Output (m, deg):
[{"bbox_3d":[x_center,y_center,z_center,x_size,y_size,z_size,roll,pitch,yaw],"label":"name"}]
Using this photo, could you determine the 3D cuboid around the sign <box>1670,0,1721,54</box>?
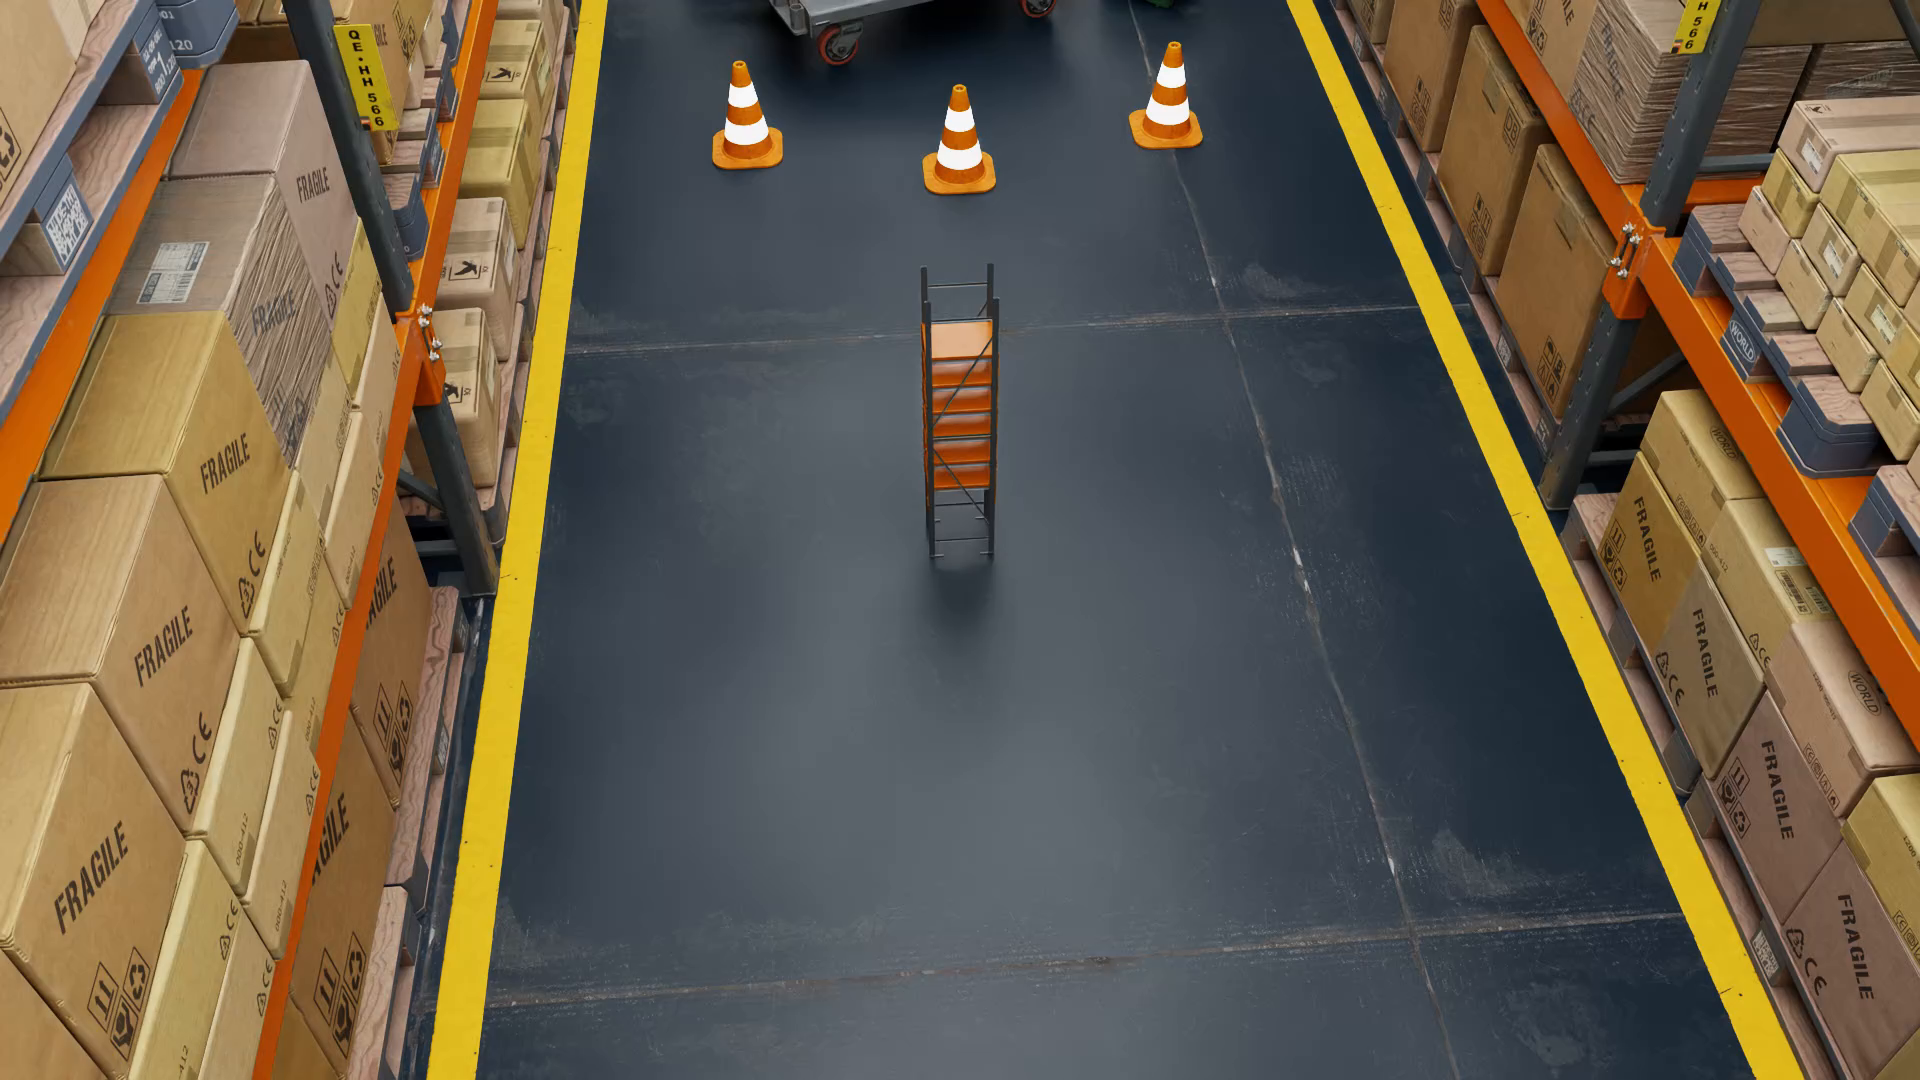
[{"bbox_3d":[2.182,-1.575,4.878,0.100,0.325,0.005,-3,47,-3],"label":"sign"}]

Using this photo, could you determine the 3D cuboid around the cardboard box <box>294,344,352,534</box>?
[{"bbox_3d":[-1.849,-0.253,4.183,0.500,0.250,0.500,-5,47,-4],"label":"cardboard box"}]

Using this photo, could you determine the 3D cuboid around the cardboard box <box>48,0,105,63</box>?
[{"bbox_3d":[-1.726,-0.993,2.862,0.396,0.266,0.258,-5,47,-4],"label":"cardboard box"}]

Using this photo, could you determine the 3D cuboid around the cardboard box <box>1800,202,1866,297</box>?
[{"bbox_3d":[2.600,-0.815,4.635,0.380,0.149,0.250,-1,47,-1],"label":"cardboard box"}]

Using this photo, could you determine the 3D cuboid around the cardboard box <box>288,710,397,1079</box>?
[{"bbox_3d":[-2.144,0.898,4.508,0.875,0.875,0.875,-3,47,-3],"label":"cardboard box"}]

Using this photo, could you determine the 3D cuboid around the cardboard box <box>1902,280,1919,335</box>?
[{"bbox_3d":[2.643,-0.565,4.194,0.380,0.149,0.250,-5,47,-5],"label":"cardboard box"}]

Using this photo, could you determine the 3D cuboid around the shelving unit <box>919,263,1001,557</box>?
[{"bbox_3d":[-0.001,-0.423,5.824,0.258,1.200,0.189,-3,47,-3],"label":"shelving unit"}]

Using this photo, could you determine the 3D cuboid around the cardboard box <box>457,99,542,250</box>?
[{"bbox_3d":[-2.355,-1.571,7.193,0.950,0.372,0.625,-2,47,-2],"label":"cardboard box"}]

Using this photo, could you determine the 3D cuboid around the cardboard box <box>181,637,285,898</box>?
[{"bbox_3d":[-1.742,0.491,3.478,0.500,0.250,0.500,-5,47,-4],"label":"cardboard box"}]

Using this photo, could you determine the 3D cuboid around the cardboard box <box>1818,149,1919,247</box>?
[{"bbox_3d":[2.605,-0.935,4.543,0.380,0.149,0.250,-5,47,-4],"label":"cardboard box"}]

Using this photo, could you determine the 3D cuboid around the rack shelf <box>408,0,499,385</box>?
[{"bbox_3d":[-2.357,-2.038,6.610,1.077,0.370,4.000,-3,47,-3],"label":"rack shelf"}]

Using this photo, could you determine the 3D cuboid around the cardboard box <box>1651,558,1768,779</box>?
[{"bbox_3d":[2.585,0.393,5.244,0.500,0.500,0.500,-3,47,-3],"label":"cardboard box"}]

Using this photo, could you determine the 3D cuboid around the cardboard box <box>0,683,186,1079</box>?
[{"bbox_3d":[-1.715,0.612,2.847,0.500,0.500,0.500,-5,47,-4],"label":"cardboard box"}]

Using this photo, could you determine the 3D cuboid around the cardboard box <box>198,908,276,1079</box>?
[{"bbox_3d":[-1.700,1.026,3.315,0.500,0.250,0.500,-4,47,-4],"label":"cardboard box"}]

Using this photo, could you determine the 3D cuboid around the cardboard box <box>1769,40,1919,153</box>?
[{"bbox_3d":[2.966,-1.588,5.619,0.500,0.500,0.500,-3,47,-3],"label":"cardboard box"}]

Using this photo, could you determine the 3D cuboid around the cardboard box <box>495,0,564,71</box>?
[{"bbox_3d":[-2.478,-2.594,8.162,0.950,0.372,0.625,-3,47,-3],"label":"cardboard box"}]

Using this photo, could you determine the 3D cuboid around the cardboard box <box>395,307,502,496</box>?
[{"bbox_3d":[-2.227,-0.489,6.168,0.950,0.372,0.625,-6,47,-6],"label":"cardboard box"}]

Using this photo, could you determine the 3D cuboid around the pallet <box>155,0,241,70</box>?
[{"bbox_3d":[-2.083,-1.343,3.520,1.213,0.211,1.003,-2,47,-1],"label":"pallet"}]

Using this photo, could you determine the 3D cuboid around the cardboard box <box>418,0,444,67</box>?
[{"bbox_3d":[-2.001,-1.751,5.726,0.380,0.149,0.250,-3,47,-3],"label":"cardboard box"}]

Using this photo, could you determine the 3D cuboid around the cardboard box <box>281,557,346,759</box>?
[{"bbox_3d":[-1.804,0.297,4.006,0.500,0.250,0.500,-4,47,-4],"label":"cardboard box"}]

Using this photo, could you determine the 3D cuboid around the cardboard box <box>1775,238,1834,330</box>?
[{"bbox_3d":[2.593,-0.741,4.769,0.380,0.149,0.250,-1,47,-1],"label":"cardboard box"}]

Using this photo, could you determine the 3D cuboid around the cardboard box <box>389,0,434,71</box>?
[{"bbox_3d":[-2.047,-1.836,5.360,0.500,0.500,0.500,-1,47,-1],"label":"cardboard box"}]

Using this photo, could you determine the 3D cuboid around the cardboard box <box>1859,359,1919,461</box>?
[{"bbox_3d":[2.640,-0.350,4.400,0.380,0.149,0.250,-2,47,-1],"label":"cardboard box"}]

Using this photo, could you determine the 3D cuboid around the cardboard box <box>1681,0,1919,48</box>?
[{"bbox_3d":[2.707,-1.916,5.241,0.700,0.500,0.500,-4,47,-4],"label":"cardboard box"}]

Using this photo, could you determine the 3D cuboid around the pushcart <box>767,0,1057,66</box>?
[{"bbox_3d":[-0.257,-3.006,8.837,1.648,0.377,0.936,-19,49,-17],"label":"pushcart"}]

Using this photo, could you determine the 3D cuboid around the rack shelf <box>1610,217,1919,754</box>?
[{"bbox_3d":[2.902,0.482,4.223,1.077,0.370,4.000,-3,47,-3],"label":"rack shelf"}]

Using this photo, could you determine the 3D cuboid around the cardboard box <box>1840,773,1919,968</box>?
[{"bbox_3d":[2.667,0.861,4.285,0.500,0.250,0.500,-5,47,-5],"label":"cardboard box"}]

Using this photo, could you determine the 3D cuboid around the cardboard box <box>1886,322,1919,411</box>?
[{"bbox_3d":[2.647,-0.440,4.279,0.380,0.149,0.250,-3,47,-3],"label":"cardboard box"}]

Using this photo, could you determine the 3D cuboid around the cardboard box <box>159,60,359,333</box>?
[{"bbox_3d":[-1.886,-0.859,4.240,0.500,0.500,0.500,-5,47,-4],"label":"cardboard box"}]

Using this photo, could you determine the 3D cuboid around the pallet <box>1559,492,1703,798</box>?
[{"bbox_3d":[2.798,0.312,5.809,1.003,0.211,1.213,-3,47,-3],"label":"pallet"}]

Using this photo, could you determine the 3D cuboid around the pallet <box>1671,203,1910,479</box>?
[{"bbox_3d":[2.900,-0.638,4.920,1.213,0.211,1.003,-3,47,-3],"label":"pallet"}]

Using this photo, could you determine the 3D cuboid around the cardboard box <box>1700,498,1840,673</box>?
[{"bbox_3d":[2.593,0.125,4.982,0.500,0.250,0.500,-4,47,-4],"label":"cardboard box"}]

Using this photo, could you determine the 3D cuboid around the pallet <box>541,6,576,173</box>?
[{"bbox_3d":[-2.458,-2.211,8.198,1.003,0.211,1.213,-3,47,-3],"label":"pallet"}]

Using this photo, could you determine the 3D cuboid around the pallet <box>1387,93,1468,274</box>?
[{"bbox_3d":[2.645,-1.709,7.724,1.003,0.211,1.213,-3,47,-3],"label":"pallet"}]

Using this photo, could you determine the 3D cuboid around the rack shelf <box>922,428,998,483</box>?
[{"bbox_3d":[-0.001,-0.310,5.944,0.258,0.103,0.180,-3,47,-3],"label":"rack shelf"}]

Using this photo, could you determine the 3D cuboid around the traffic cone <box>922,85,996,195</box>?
[{"bbox_3d":[-0.005,-1.899,7.730,0.336,0.463,0.334,-3,47,-3],"label":"traffic cone"}]

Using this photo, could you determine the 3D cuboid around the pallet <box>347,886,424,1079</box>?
[{"bbox_3d":[-2.100,1.576,4.612,1.003,0.211,1.213,-3,47,-3],"label":"pallet"}]

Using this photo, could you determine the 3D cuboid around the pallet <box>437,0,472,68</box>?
[{"bbox_3d":[-2.396,-2.202,6.402,1.003,0.211,1.213,-3,47,-3],"label":"pallet"}]

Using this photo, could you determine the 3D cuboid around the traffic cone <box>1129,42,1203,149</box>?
[{"bbox_3d":[1.007,-2.172,7.989,0.336,0.463,0.334,-3,47,-3],"label":"traffic cone"}]

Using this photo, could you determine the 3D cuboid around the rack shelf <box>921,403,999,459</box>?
[{"bbox_3d":[-0.001,-0.392,5.857,0.258,0.103,0.180,-3,47,-3],"label":"rack shelf"}]

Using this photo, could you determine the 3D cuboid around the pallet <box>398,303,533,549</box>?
[{"bbox_3d":[-2.254,-0.445,6.526,1.003,0.211,1.213,-3,47,-3],"label":"pallet"}]

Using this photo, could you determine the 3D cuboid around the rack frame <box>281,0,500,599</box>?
[{"bbox_3d":[-2.190,-0.839,4.978,1.000,3.000,0.127,-3,47,-3],"label":"rack frame"}]

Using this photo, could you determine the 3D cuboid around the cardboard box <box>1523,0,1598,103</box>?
[{"bbox_3d":[2.389,-1.918,5.931,0.500,0.500,0.500,-3,47,-3],"label":"cardboard box"}]

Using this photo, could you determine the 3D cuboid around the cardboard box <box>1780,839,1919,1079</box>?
[{"bbox_3d":[2.675,1.134,4.543,0.500,0.500,0.500,-4,47,-4],"label":"cardboard box"}]

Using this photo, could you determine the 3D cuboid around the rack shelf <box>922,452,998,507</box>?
[{"bbox_3d":[-0.001,-0.227,6.031,0.258,0.103,0.180,-3,47,-3],"label":"rack shelf"}]

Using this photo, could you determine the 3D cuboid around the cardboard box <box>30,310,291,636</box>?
[{"bbox_3d":[-1.800,-0.128,3.548,0.500,0.500,0.500,-3,47,-3],"label":"cardboard box"}]

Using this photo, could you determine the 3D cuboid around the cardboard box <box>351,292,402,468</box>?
[{"bbox_3d":[-1.889,-0.437,4.701,0.500,0.250,0.500,-5,47,-5],"label":"cardboard box"}]

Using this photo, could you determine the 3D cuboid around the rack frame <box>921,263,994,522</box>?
[{"bbox_3d":[-0.009,-0.489,5.887,0.240,1.200,0.006,-3,47,-3],"label":"rack frame"}]

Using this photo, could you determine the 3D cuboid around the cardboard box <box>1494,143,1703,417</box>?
[{"bbox_3d":[2.773,-1.030,6.419,1.050,0.750,0.750,-4,47,-4],"label":"cardboard box"}]

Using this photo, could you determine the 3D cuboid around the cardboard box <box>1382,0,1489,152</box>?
[{"bbox_3d":[2.618,-2.336,7.656,1.050,0.750,0.750,-3,47,-3],"label":"cardboard box"}]
